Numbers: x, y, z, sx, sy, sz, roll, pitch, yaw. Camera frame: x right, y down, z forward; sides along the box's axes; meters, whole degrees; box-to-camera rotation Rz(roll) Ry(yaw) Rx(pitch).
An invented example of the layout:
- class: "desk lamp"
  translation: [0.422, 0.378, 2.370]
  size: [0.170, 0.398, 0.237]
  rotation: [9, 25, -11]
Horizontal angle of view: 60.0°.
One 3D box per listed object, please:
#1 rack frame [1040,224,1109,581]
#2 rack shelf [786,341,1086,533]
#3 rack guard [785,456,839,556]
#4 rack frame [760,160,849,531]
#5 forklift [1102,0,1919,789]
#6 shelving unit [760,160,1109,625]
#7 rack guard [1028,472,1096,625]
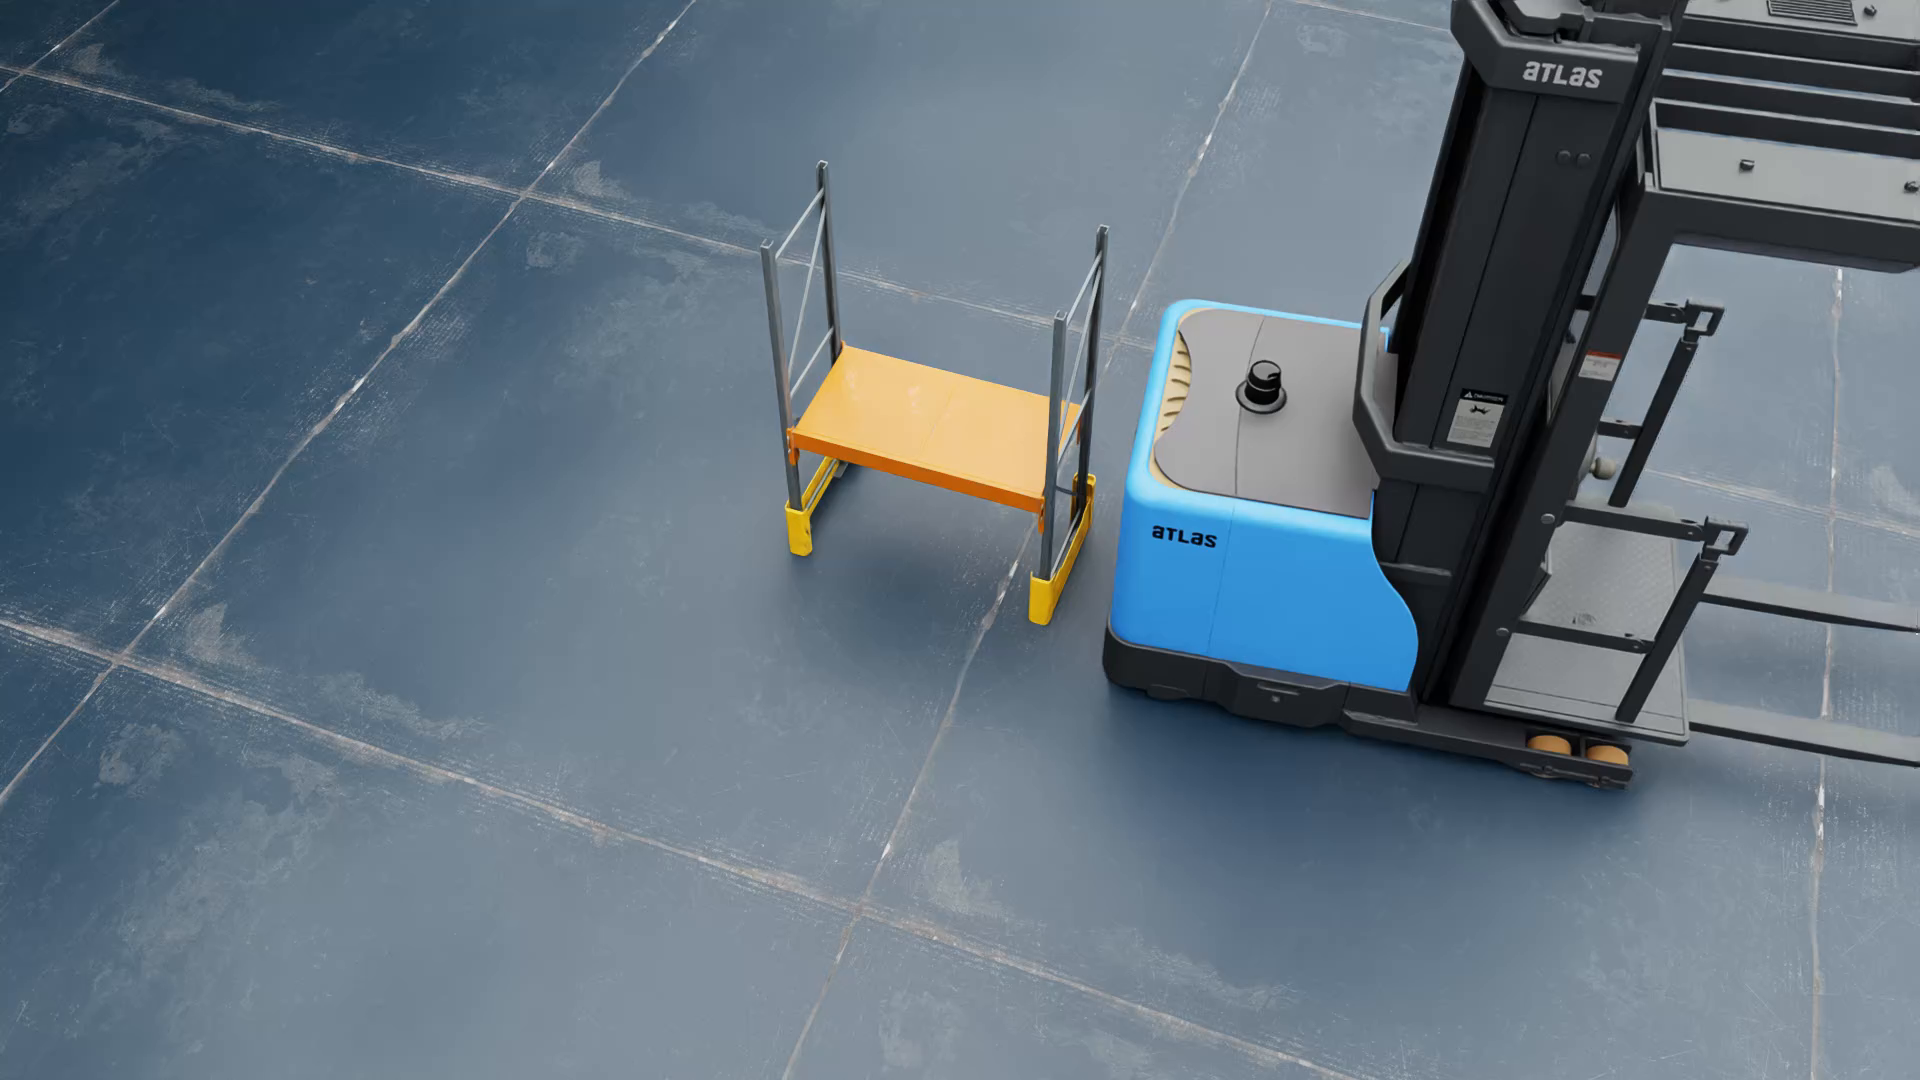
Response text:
- class: "rack frame"
  translation: [0.397, -0.380, 5.954]
  size: [0.032, 1.500, 0.500]
  rotation: [16, 51, 13]
- class: "rack shelf"
  translation: [-0.080, -0.396, 6.205]
  size: [1.000, 0.185, 0.538]
  rotation: [16, 51, 13]
- class: "rack guard"
  translation: [-0.539, -0.232, 6.652]
  size: [0.087, 0.250, 0.587]
  rotation: [16, 51, 13]
- class: "rack frame"
  translation: [-0.557, -0.647, 6.185]
  size: [0.032, 1.500, 0.500]
  rotation: [16, 51, 13]
- class: "forklift"
  translation: [2.097, -0.530, 5.136]
  size: [3.031, 2.935, 1.130]
  rotation: [10, 50, 8]
- class: "shelving unit"
  translation: [-0.072, -0.511, 6.067]
  size: [1.083, 1.500, 0.587]
  rotation: [16, 51, 13]
- class: "rack guard"
  translation: [0.396, 0.029, 6.426]
  size: [0.087, 0.250, 0.587]
  rotation: [16, 51, 13]
